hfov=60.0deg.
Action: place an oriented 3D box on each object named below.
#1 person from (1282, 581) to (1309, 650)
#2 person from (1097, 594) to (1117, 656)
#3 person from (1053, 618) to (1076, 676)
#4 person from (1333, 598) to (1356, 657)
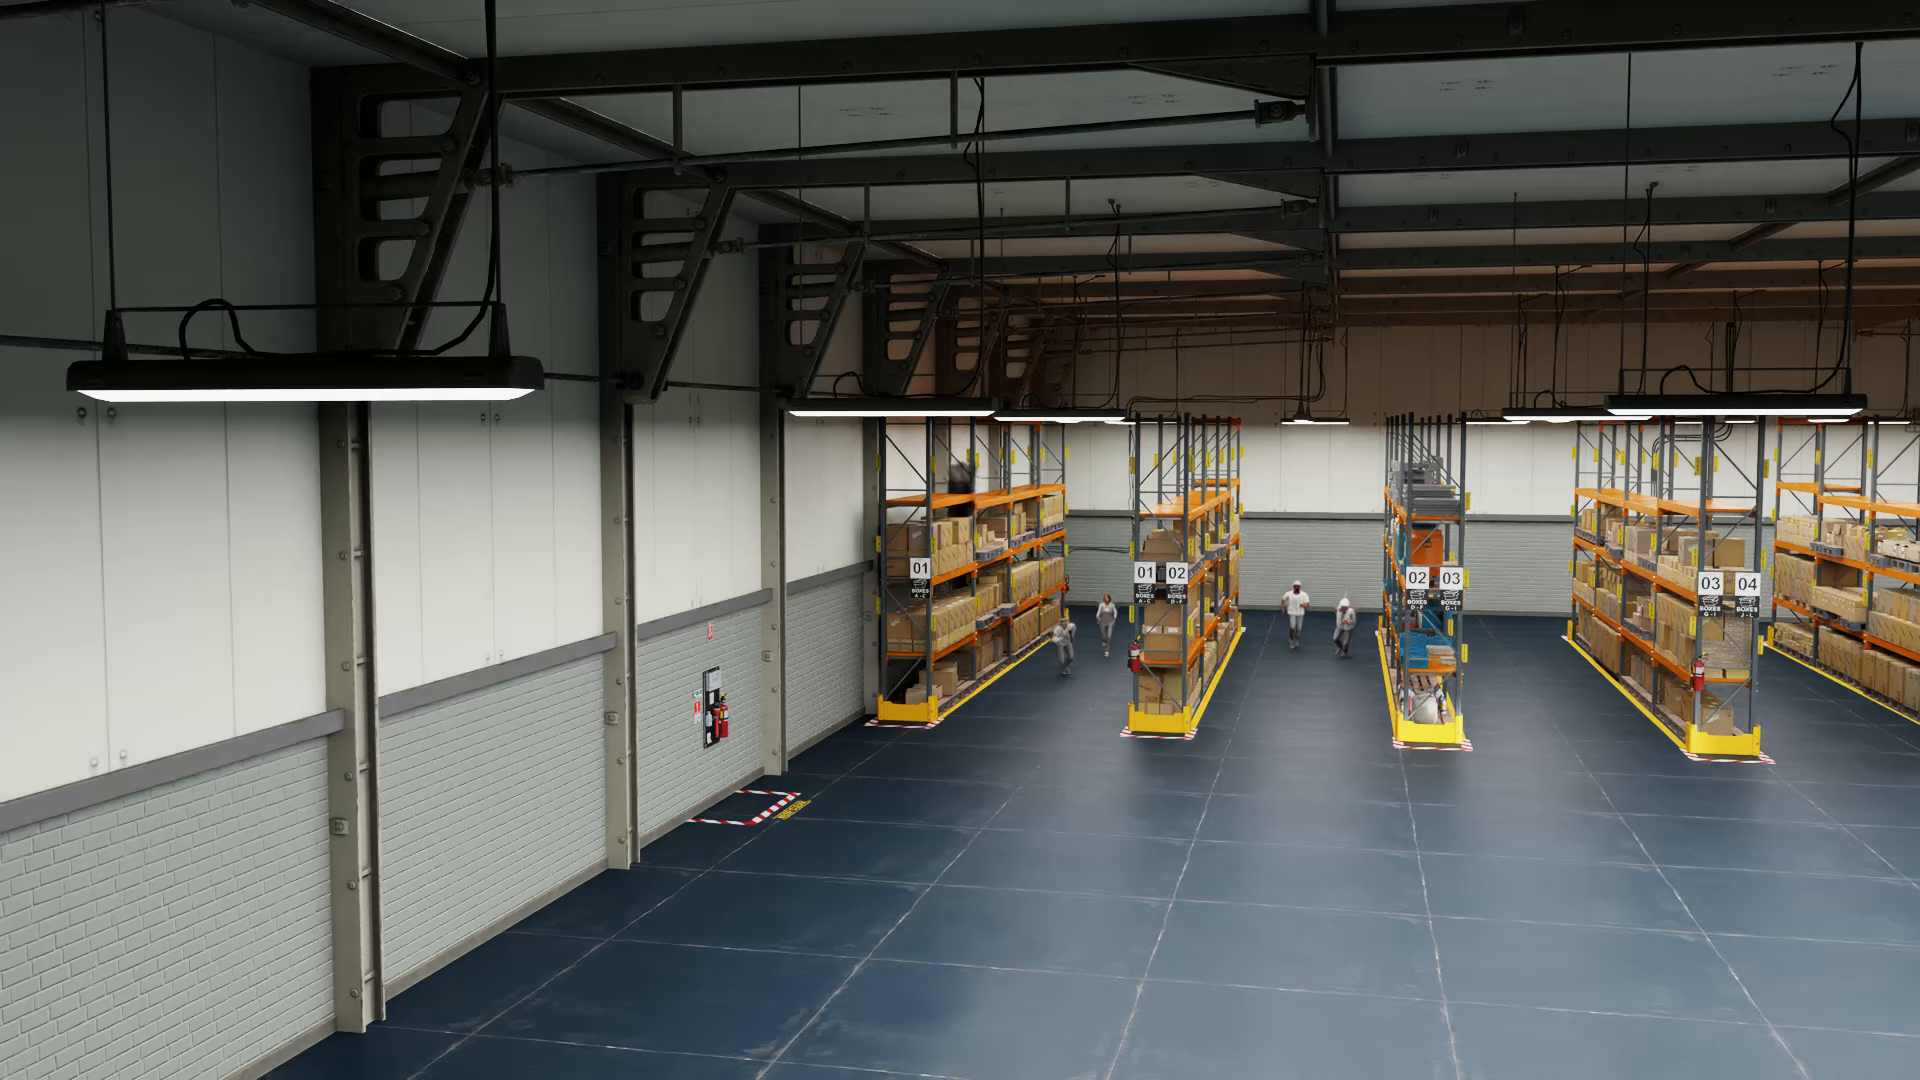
[{"bbox_3d":[8.670,1.944,42.909,0.671,1.787,0.726,0,4,4],"label":"person"},{"bbox_3d":[3.702,2.127,41.870,0.520,1.559,0.646,0,4,6],"label":"person"},{"bbox_3d":[2.398,2.444,38.157,0.601,1.390,0.933,-1,4,-9],"label":"person"},{"bbox_3d":[9.498,2.168,41.087,0.667,1.527,0.985,2,4,29],"label":"person"}]
